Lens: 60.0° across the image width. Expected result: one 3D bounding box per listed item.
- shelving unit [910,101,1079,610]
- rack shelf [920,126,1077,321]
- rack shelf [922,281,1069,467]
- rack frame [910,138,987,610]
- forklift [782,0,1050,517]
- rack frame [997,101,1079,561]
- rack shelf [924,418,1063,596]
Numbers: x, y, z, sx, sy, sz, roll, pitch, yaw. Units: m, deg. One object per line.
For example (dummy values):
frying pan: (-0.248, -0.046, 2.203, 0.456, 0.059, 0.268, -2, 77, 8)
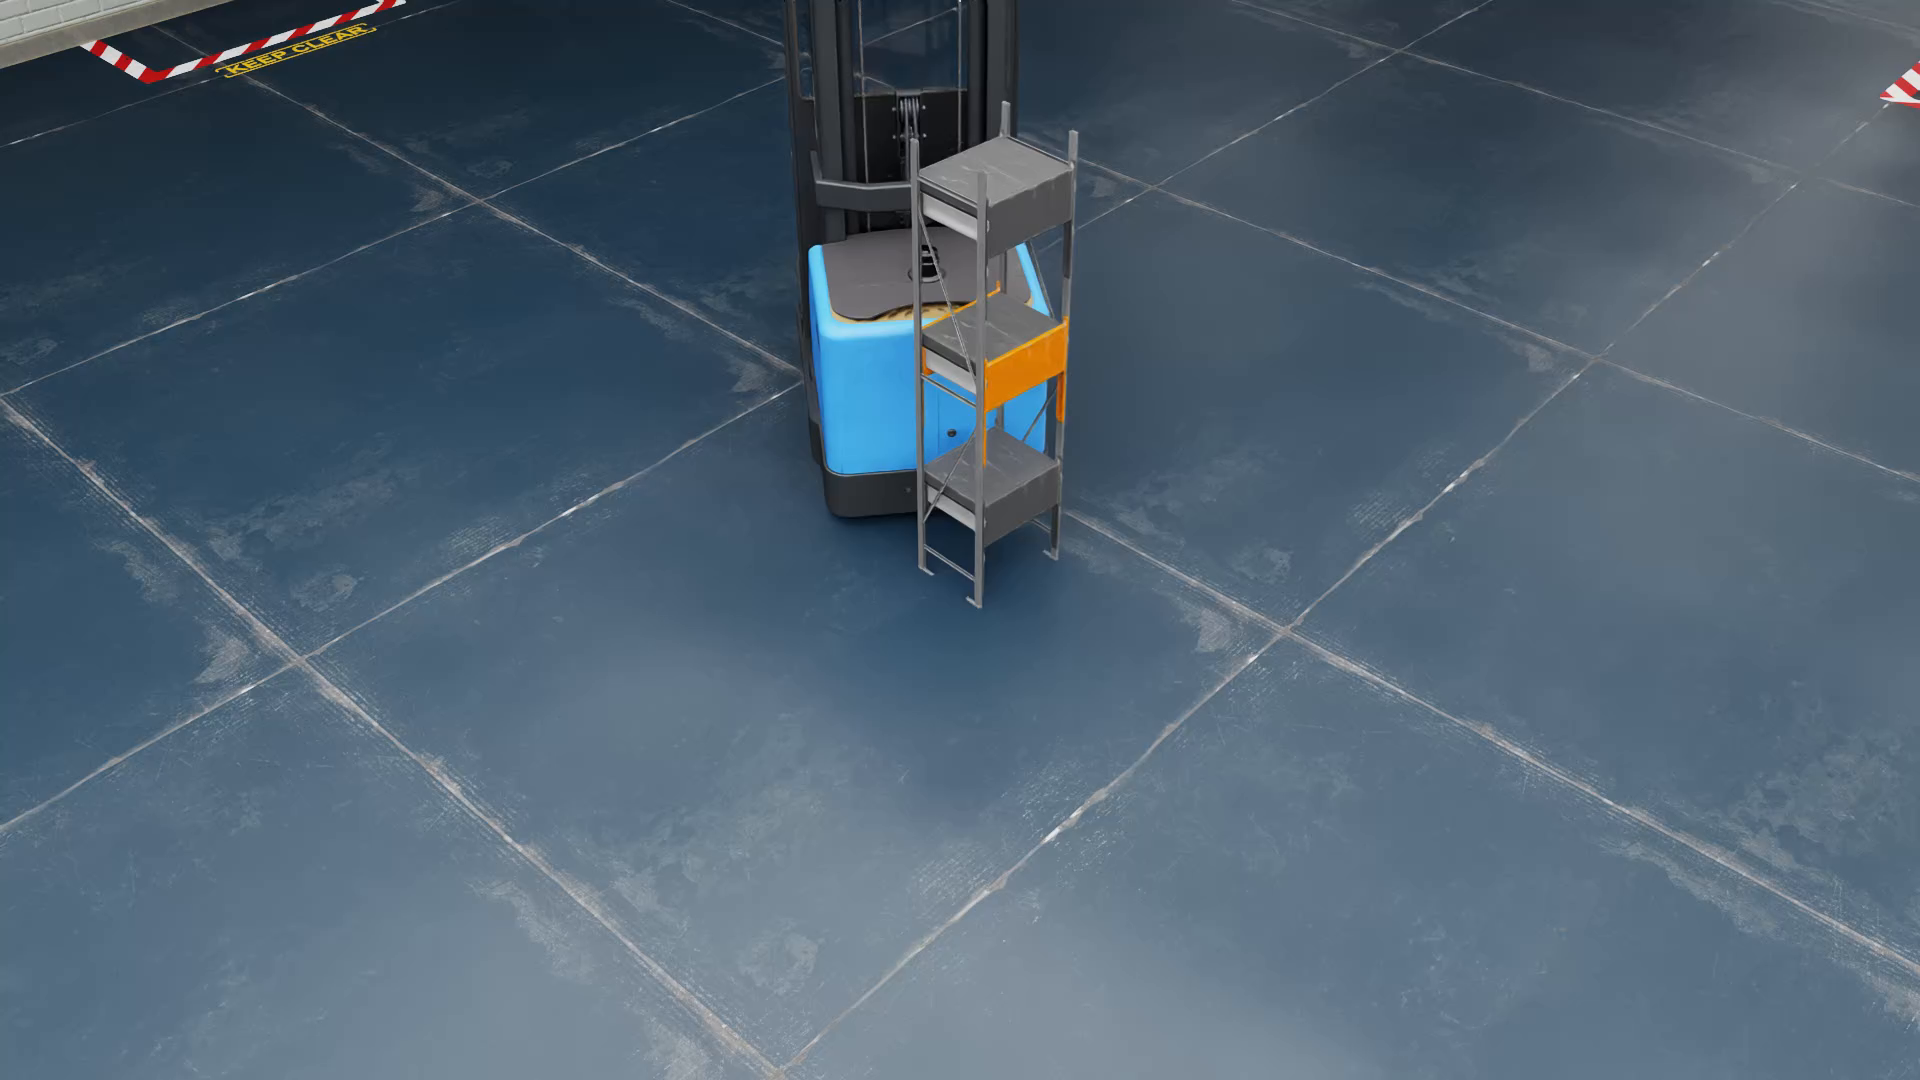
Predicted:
shelving unit: (0.131, -0.711, 6.956, 0.503, 2.100, 0.431, -31, 48, -33)
rack shelf: (0.131, -1.248, 6.529, 0.480, 0.518, 0.431, -31, 48, -33)
rack shelf: (0.131, -0.700, 6.965, 0.480, 0.518, 0.431, -31, 48, -33)
rack frame: (-0.045, -0.606, 6.824, 0.015, 2.100, 0.400, -31, 48, -33)
forklift: (-0.303, -2.166, 8.119, 1.130, 2.935, 3.031, -5, 39, -6)
rack frame: (0.308, -0.816, 7.089, 0.015, 2.100, 0.400, -31, 48, -33)
rack shelf: (0.131, -0.152, 7.401, 0.480, 0.518, 0.431, -31, 48, -33)
